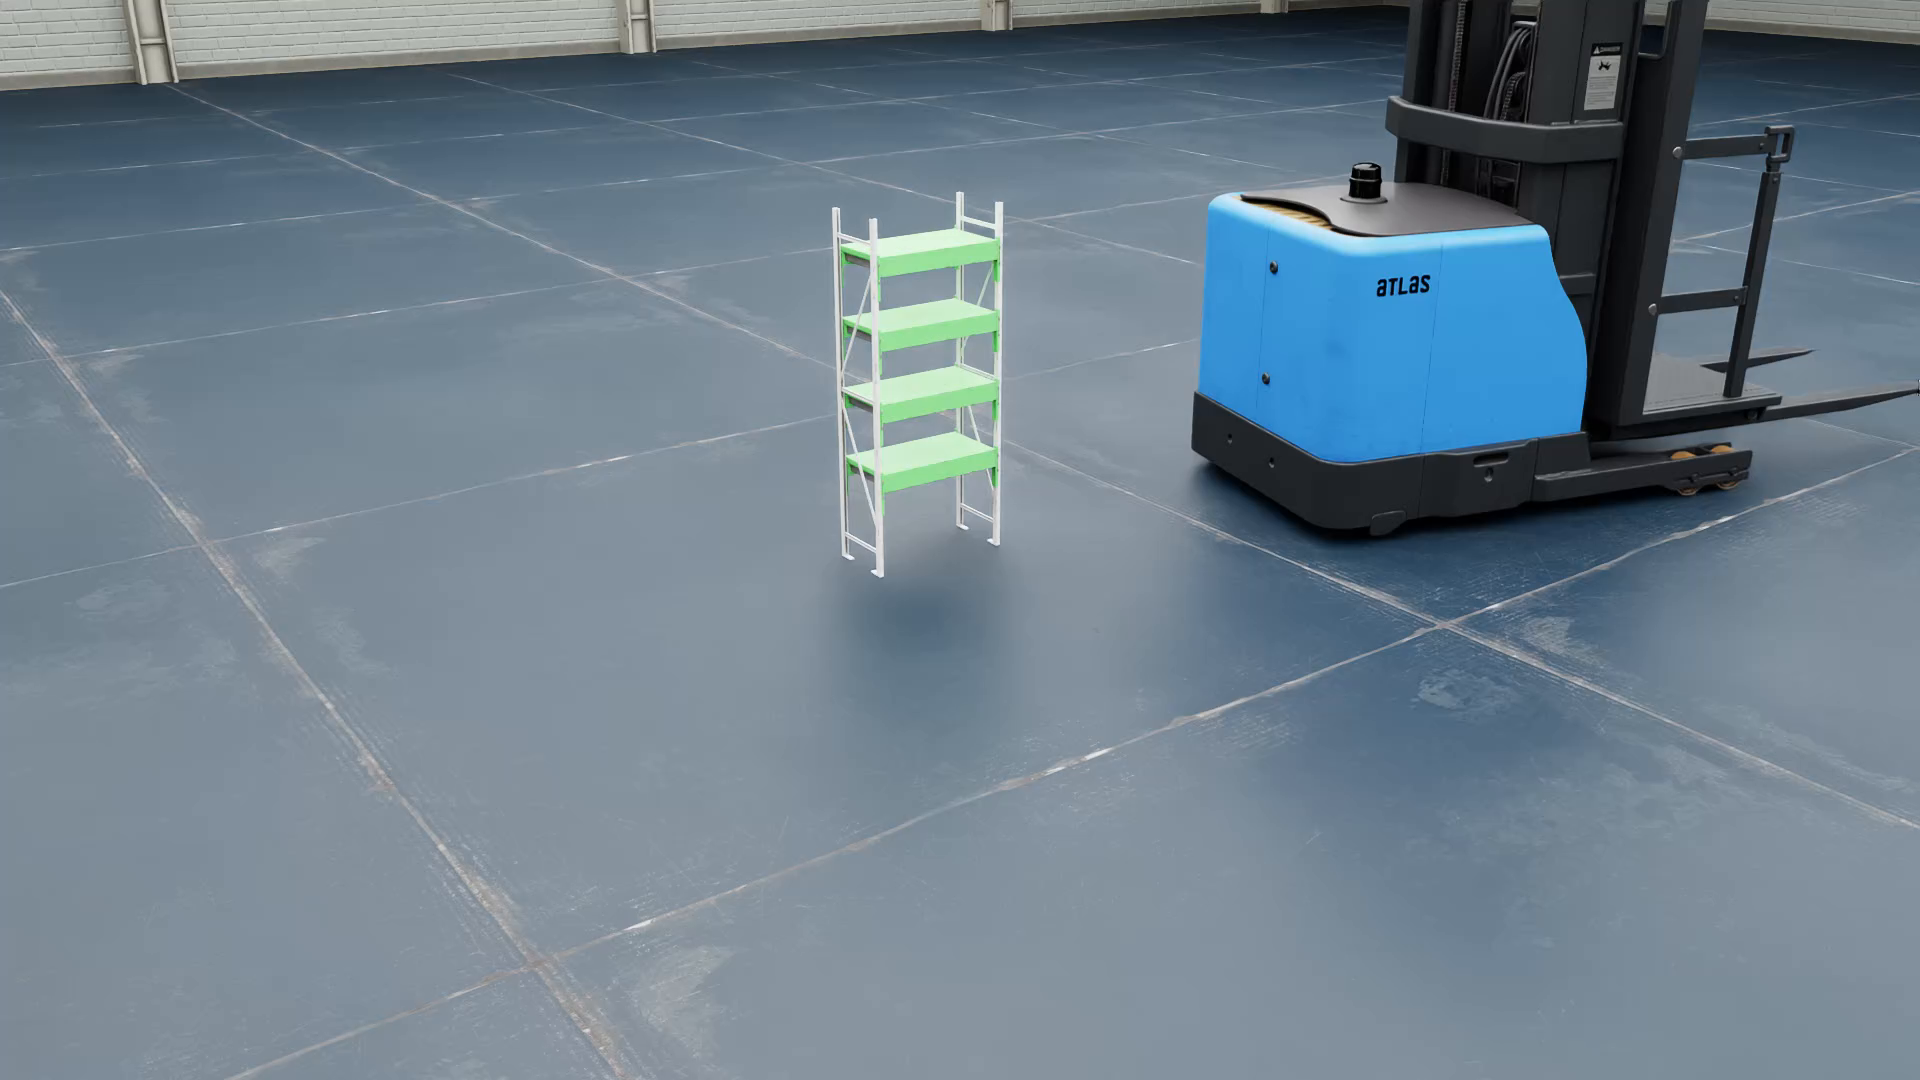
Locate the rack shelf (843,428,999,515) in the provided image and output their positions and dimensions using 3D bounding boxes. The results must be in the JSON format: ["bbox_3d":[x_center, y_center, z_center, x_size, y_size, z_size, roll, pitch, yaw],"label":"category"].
[{"bbox_3d":[-0.134,-0.239,5.697,0.480,0.148,0.258,-15,26,-33],"label":"rack shelf"}]

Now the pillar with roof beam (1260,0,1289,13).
[{"bbox_3d":[7.944,-12.022,23.881,0.400,9.000,9.100,-15,26,-33],"label":"pillar with roof beam"}]

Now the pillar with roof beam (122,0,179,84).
[{"bbox_3d":[-6.667,-8.126,14.117,0.400,9.000,9.100,-15,26,-33],"label":"pillar with roof beam"}]

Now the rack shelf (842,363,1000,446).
[{"bbox_3d":[-0.134,-0.462,5.608,0.480,0.148,0.258,-15,26,-33],"label":"rack shelf"}]

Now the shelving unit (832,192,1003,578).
[{"bbox_3d":[-0.134,-0.521,5.584,0.503,1.200,0.258,-15,26,-33],"label":"shelving unit"}]

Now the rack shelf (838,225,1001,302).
[{"bbox_3d":[-0.134,-0.908,5.430,0.480,0.148,0.258,-15,26,-33],"label":"rack shelf"}]

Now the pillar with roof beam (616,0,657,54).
[{"bbox_3d":[-1.797,-9.424,17.372,0.400,9.000,9.100,-15,26,-33],"label":"pillar with roof beam"}]

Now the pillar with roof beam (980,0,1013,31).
[{"bbox_3d":[3.073,-10.723,20.627,0.400,9.000,9.100,-15,26,-33],"label":"pillar with roof beam"}]

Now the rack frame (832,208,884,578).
[{"bbox_3d":[-0.332,-0.469,5.452,0.015,1.200,0.240,-15,26,-33],"label":"rack frame"}]

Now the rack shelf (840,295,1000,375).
[{"bbox_3d":[-0.134,-0.685,5.519,0.480,0.148,0.258,-15,26,-33],"label":"rack shelf"}]

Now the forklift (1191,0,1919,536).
[{"bbox_3d":[2.491,-1.703,6.208,3.031,2.935,1.130,-8,23,-20],"label":"forklift"}]

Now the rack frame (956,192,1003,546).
[{"bbox_3d":[0.064,-0.574,5.717,0.015,1.200,0.240,-15,26,-33],"label":"rack frame"}]
